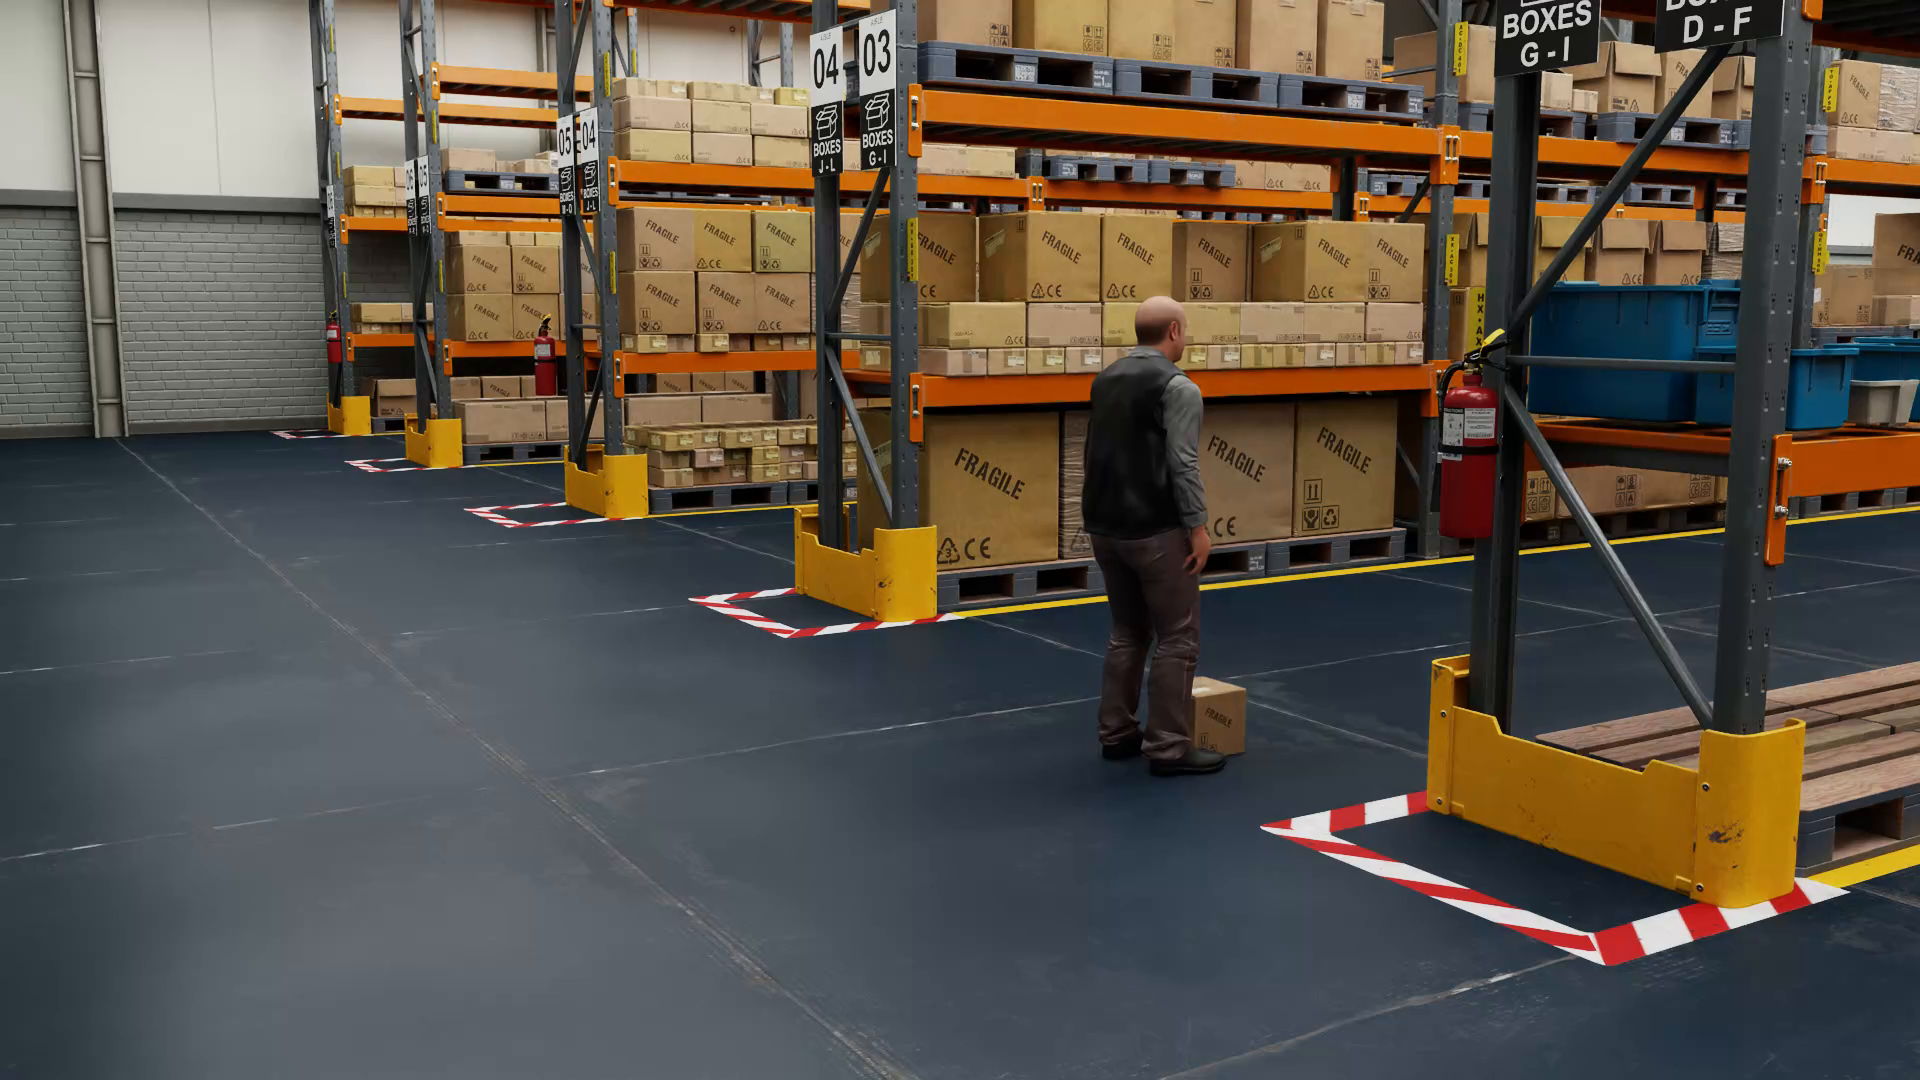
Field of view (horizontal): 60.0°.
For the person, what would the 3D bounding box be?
[{"bbox_3d":[0.671,-0.025,6.089,0.420,1.719,0.578,-5,10,-33],"label":"person"}]
